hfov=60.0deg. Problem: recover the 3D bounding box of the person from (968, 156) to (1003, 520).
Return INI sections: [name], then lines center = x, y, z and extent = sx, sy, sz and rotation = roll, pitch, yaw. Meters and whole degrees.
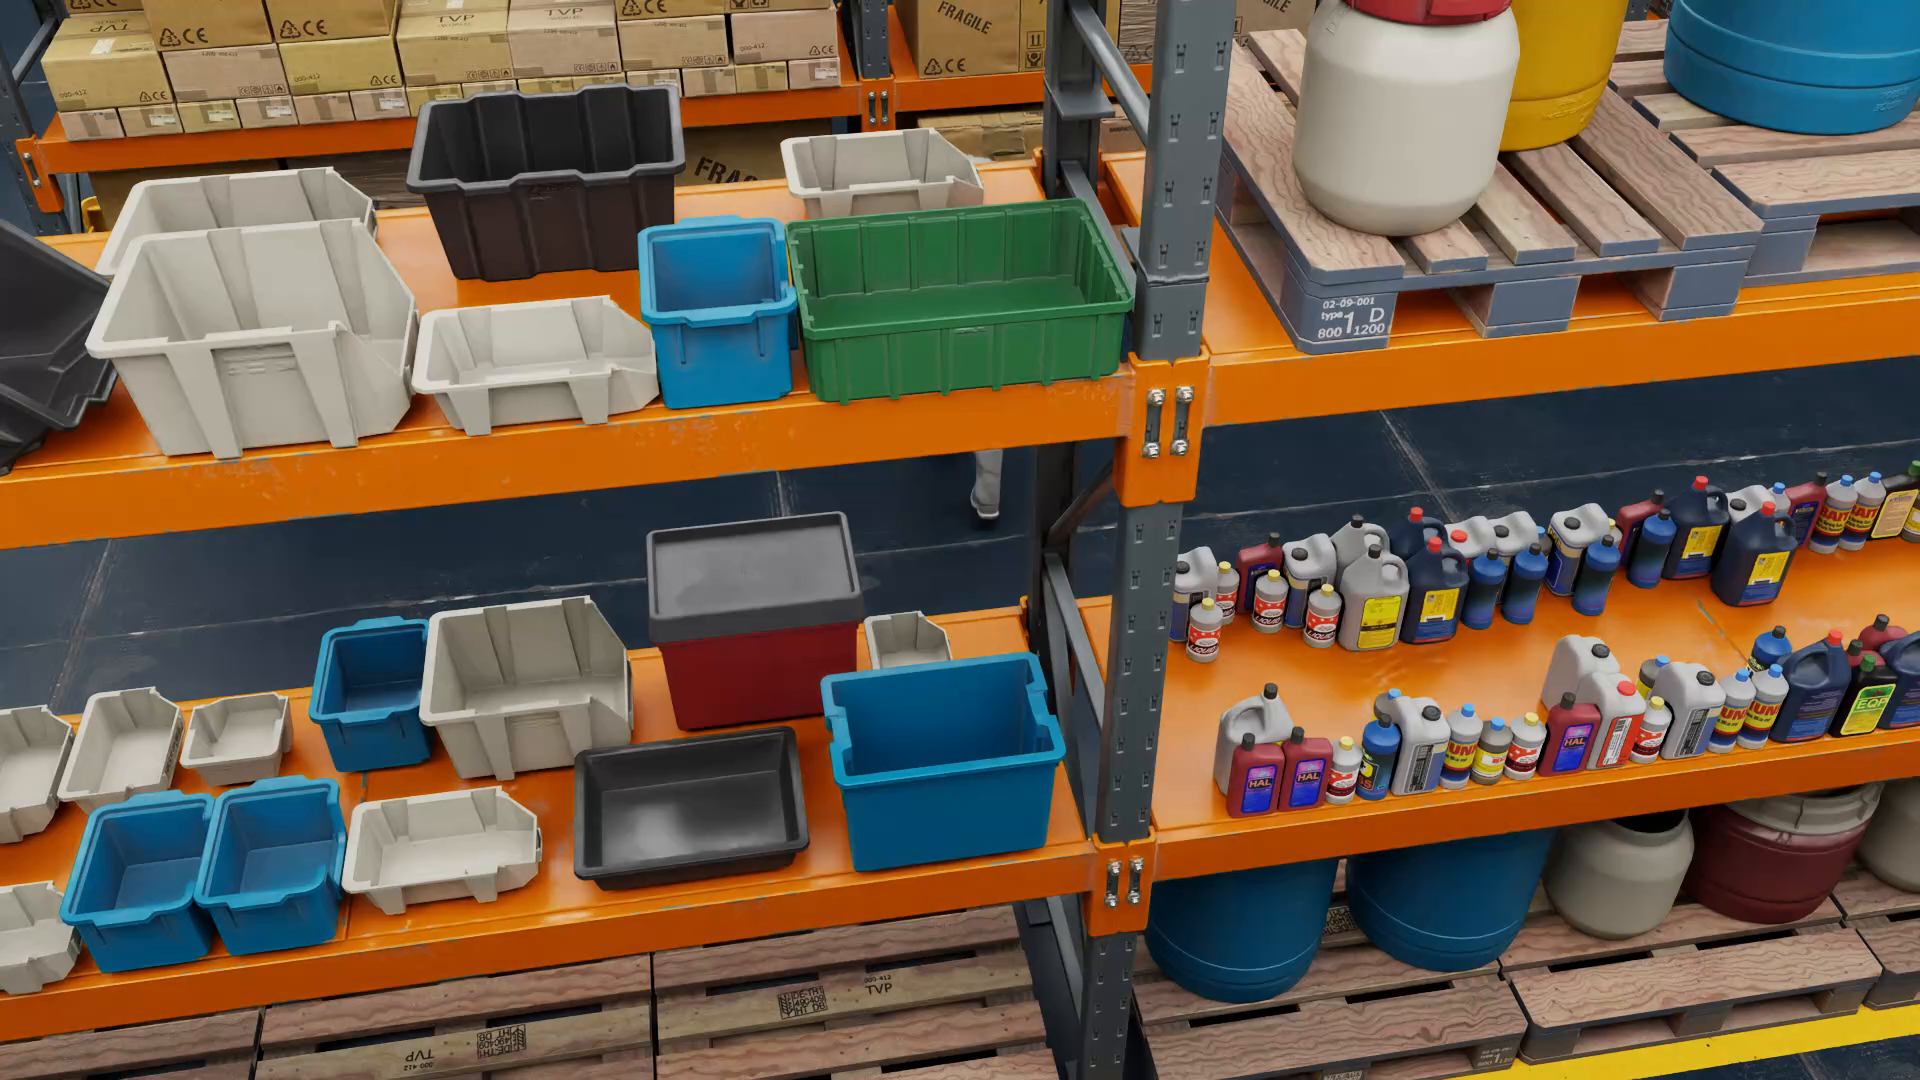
[person]
center = 0.031, -0.963, 7.353
extent = 0.474, 1.620, 0.935
rotation = -1, 39, -1
